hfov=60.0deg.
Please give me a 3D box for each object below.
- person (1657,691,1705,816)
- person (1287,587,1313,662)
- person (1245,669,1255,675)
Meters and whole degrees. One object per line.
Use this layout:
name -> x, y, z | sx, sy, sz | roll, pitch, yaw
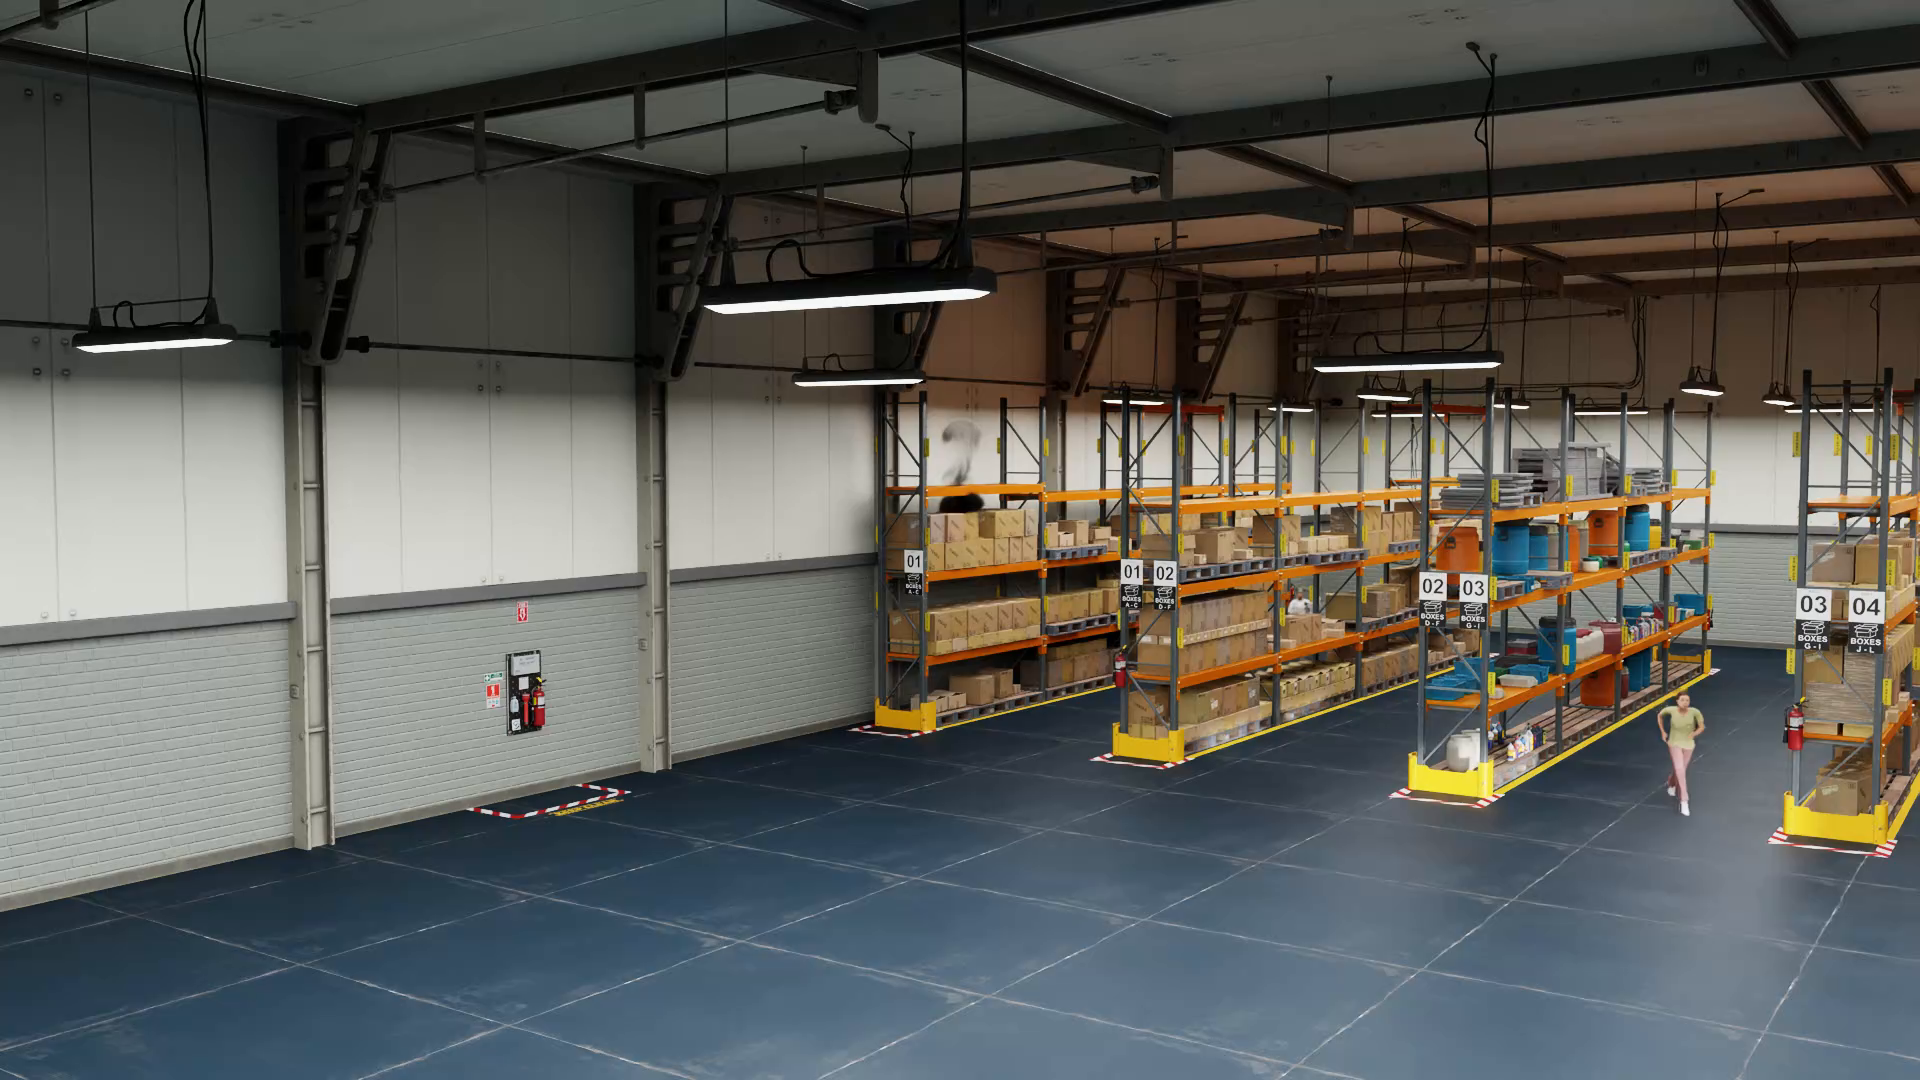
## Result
person -> 10.018, 2.899, 23.127 | 0.581, 1.666, 1.081 | 1, 3, 9
person -> 8.003, 1.974, 39.115 | 0.605, 1.727, 0.820 | 1, 3, 22
person -> 5.951, 2.331, 33.820 | 0.585, 1.621, 0.604 | 2, 4, 29
